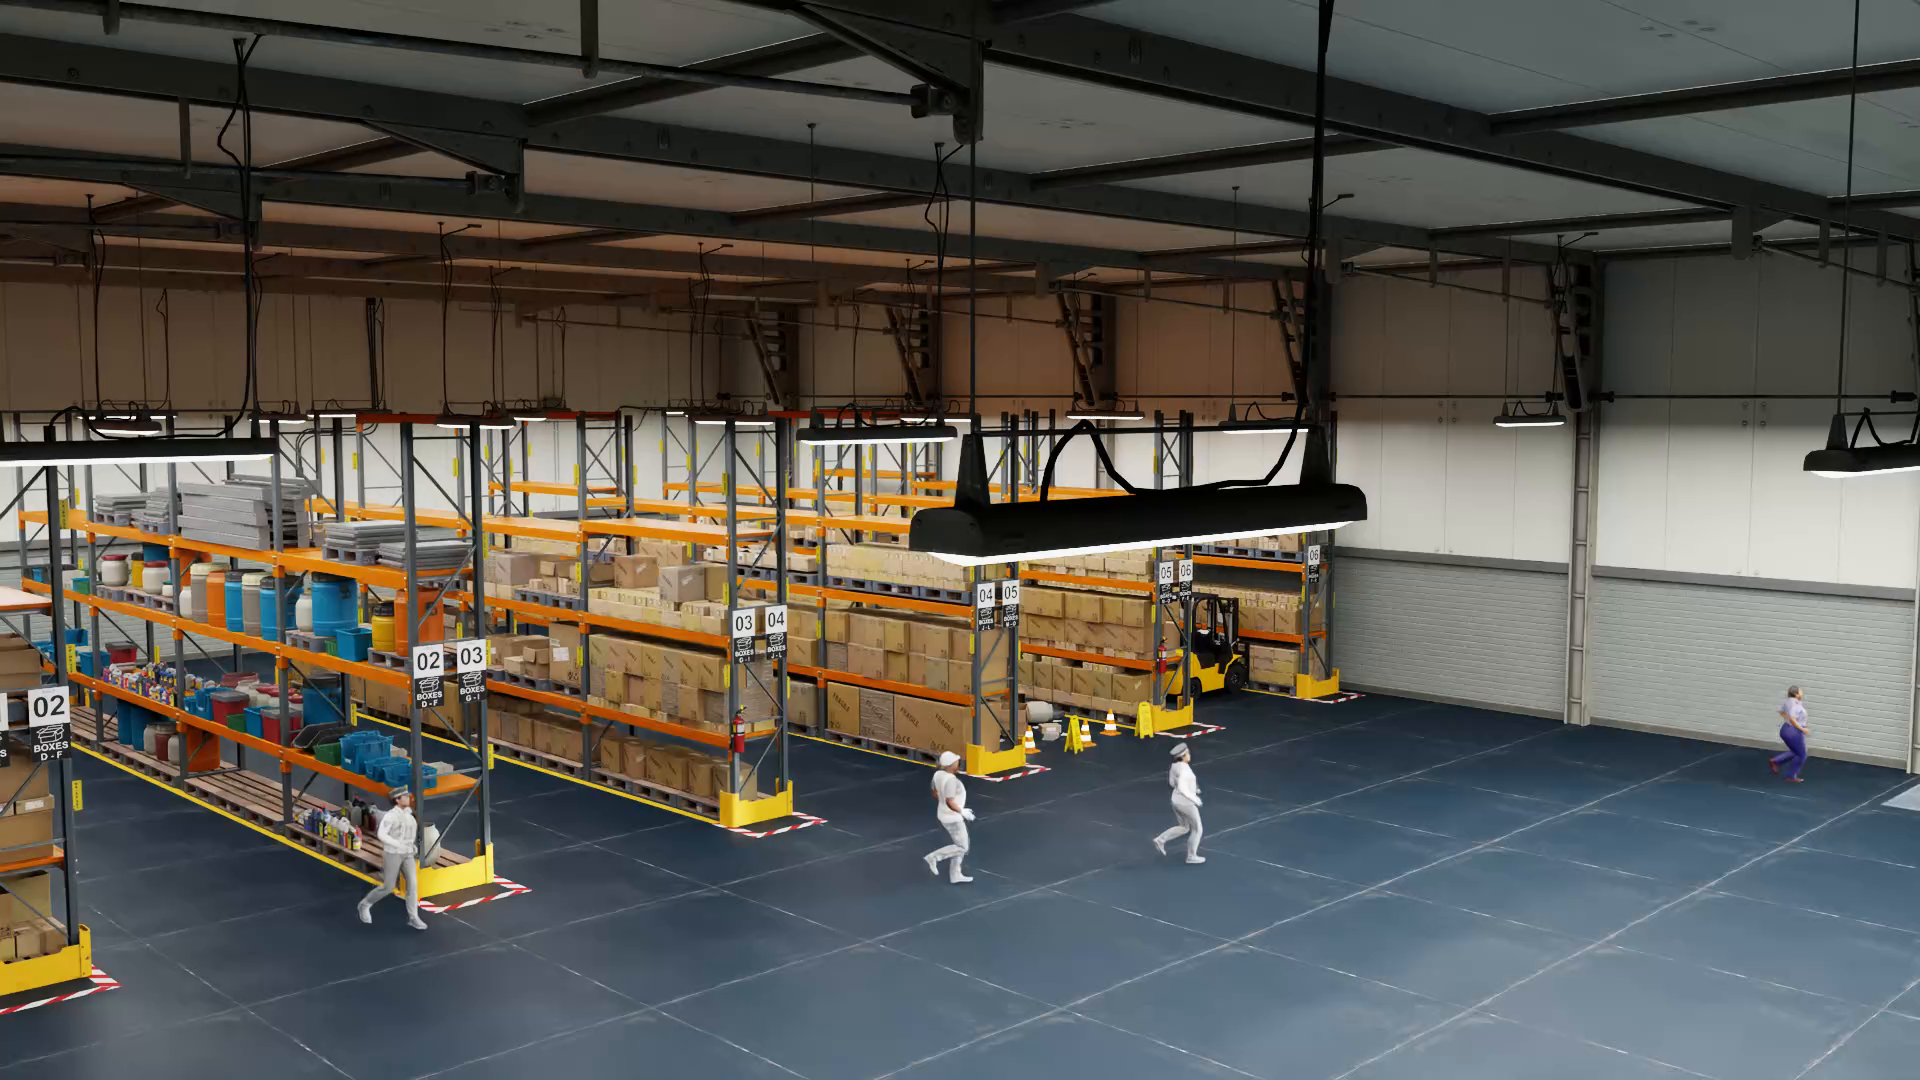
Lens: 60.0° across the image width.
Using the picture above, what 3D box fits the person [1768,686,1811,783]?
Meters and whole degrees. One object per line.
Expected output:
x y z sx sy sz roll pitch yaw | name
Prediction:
13.592 3.213 27.210 0.537 1.519 0.594 1 5 8 | person

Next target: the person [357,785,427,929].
-6.687 3.761 19.902 0.925 1.660 0.672 2 5 20 | person

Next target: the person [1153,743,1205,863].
2.993 3.554 22.439 0.698 1.654 0.621 -1 5 -14 | person

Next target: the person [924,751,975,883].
-0.164 3.596 21.539 0.689 1.743 0.683 -2 5 -18 | person
